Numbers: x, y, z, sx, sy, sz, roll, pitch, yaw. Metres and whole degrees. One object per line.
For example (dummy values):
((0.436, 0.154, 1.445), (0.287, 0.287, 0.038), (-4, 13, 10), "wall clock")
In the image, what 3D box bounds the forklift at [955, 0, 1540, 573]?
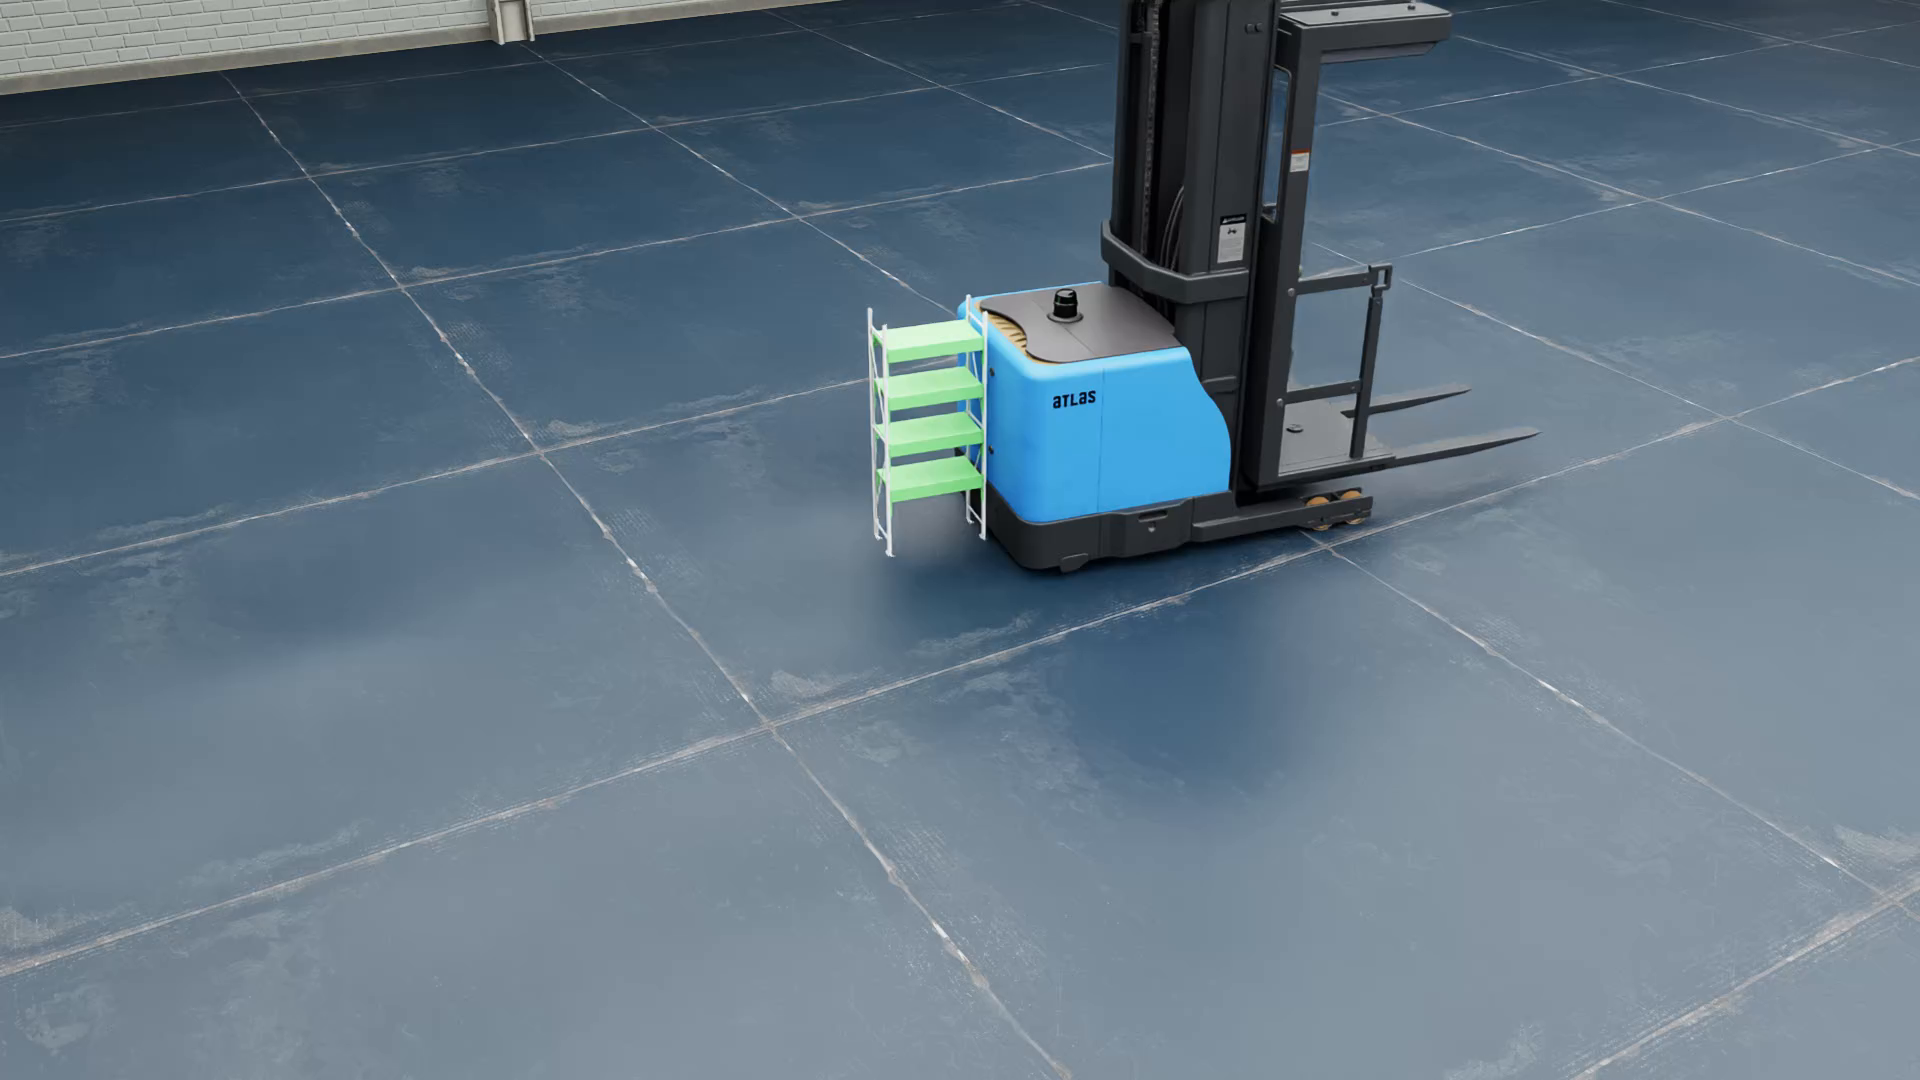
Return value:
((1.546, -1.558, 8.040), (3.031, 2.935, 1.130), (-10, 30, -18), "forklift")

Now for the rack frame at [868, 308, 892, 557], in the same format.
((-0.380, -0.497, 7.908), (0.015, 1.200, 0.240), (-10, 30, -18), "rack frame")

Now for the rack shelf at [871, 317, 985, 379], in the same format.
((-0.151, -0.902, 7.781), (0.480, 0.148, 0.258), (-10, 30, -18), "rack shelf")

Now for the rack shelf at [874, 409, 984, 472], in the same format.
((-0.151, -0.481, 8.013), (0.480, 0.148, 0.258), (-10, 30, -18), "rack shelf")

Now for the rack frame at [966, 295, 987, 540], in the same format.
((0.078, -0.578, 8.055), (0.015, 1.200, 0.240), (-10, 30, -18), "rack frame")

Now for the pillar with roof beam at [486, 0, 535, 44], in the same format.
((-2.694, -7.602, 12.712), (0.400, 9.000, 9.100), (-16, 33, -26), "pillar with roof beam")

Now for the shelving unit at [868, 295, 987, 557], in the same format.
((-0.151, -0.537, 7.982), (0.503, 1.200, 0.258), (-10, 30, -18), "shelving unit")

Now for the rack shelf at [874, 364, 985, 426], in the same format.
((-0.151, -0.692, 7.897), (0.480, 0.148, 0.258), (-10, 30, -18), "rack shelf")

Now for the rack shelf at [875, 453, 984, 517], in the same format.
((-0.151, -0.271, 8.129), (0.480, 0.148, 0.258), (-10, 30, -18), "rack shelf")
